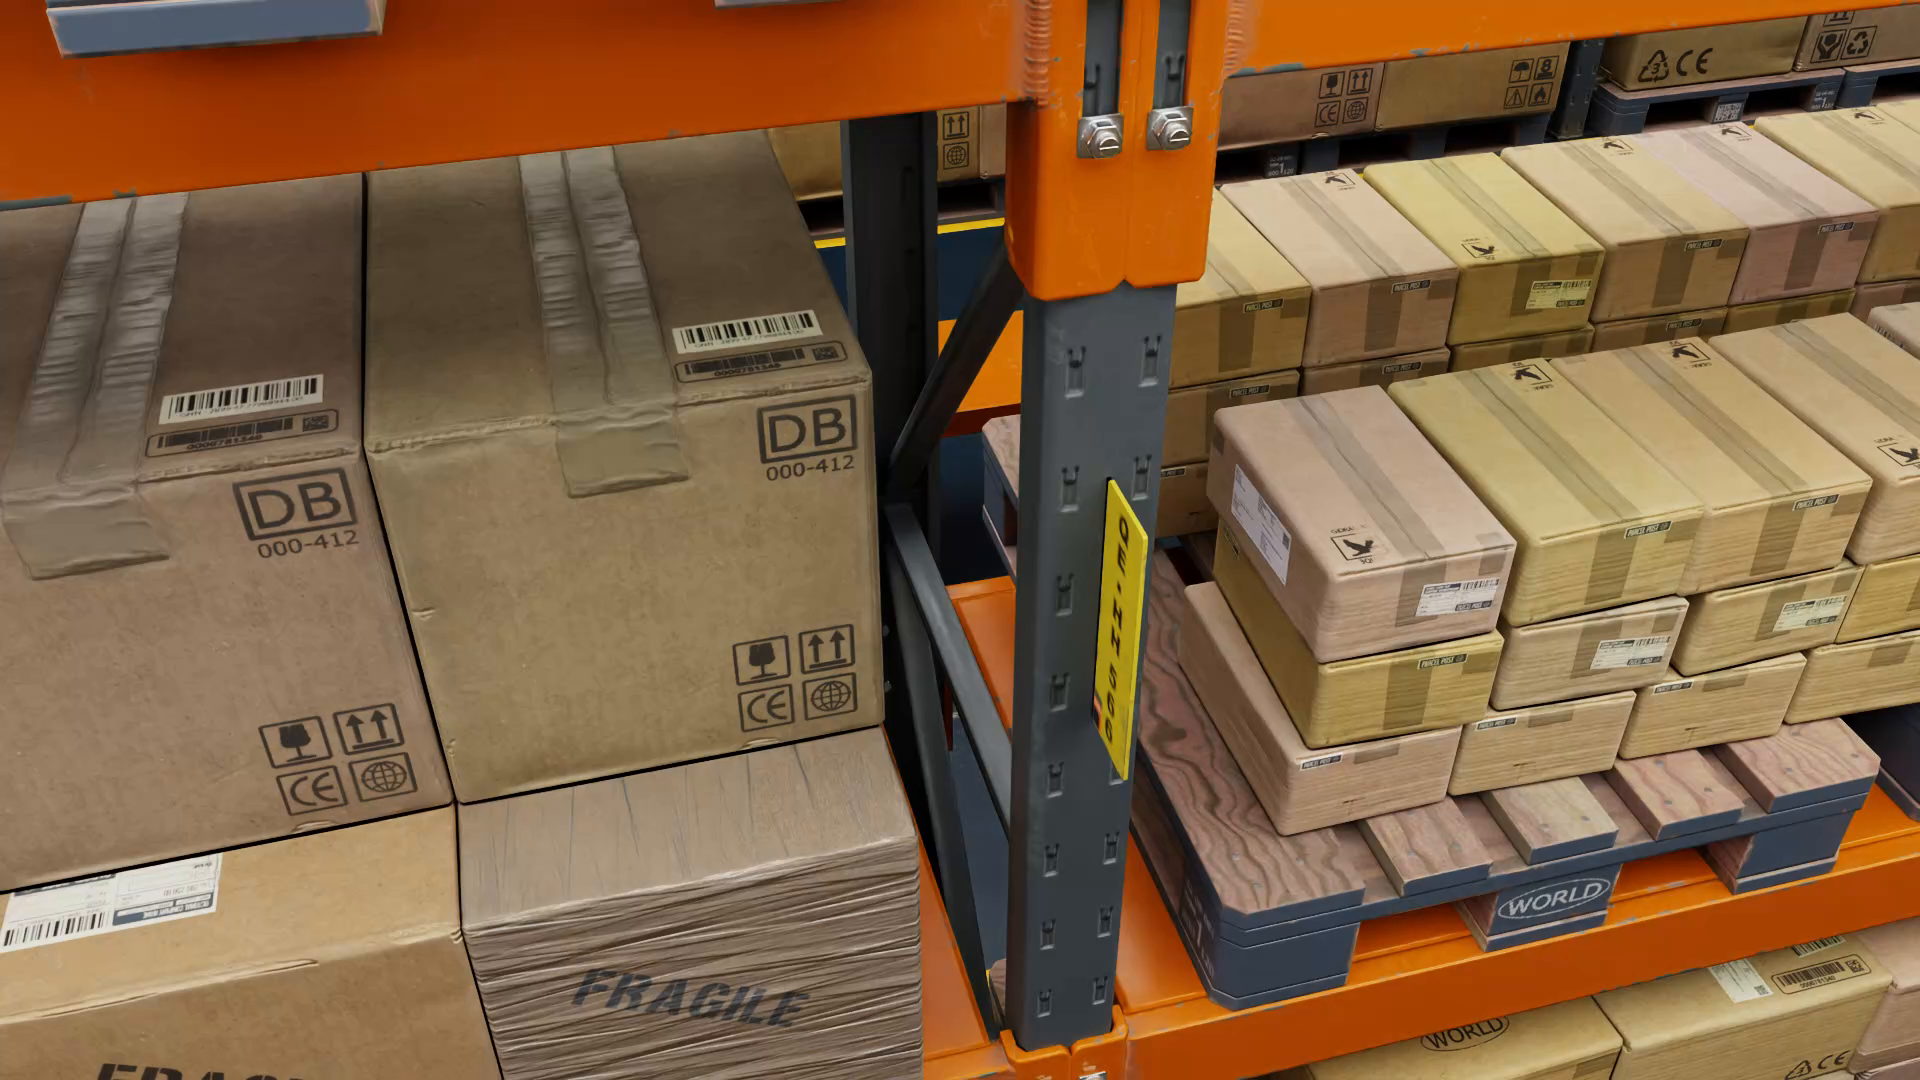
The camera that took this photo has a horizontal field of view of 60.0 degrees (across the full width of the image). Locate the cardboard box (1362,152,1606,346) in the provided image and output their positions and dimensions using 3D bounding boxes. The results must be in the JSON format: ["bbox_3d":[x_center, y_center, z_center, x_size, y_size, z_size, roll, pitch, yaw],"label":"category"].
[{"bbox_3d":[0.863,-0.497,2.803,0.250,0.149,0.380,-8,38,-11],"label":"cardboard box"}]

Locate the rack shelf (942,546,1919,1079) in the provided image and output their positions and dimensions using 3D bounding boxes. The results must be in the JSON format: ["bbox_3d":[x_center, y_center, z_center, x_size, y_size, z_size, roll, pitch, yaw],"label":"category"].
[{"bbox_3d":[1.945,0.202,3.110,4.000,0.370,1.077,-9,38,-12],"label":"rack shelf"}]

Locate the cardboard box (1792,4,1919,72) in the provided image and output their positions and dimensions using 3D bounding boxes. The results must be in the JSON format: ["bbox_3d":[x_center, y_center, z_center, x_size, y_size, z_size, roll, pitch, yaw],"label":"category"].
[{"bbox_3d":[4.207,-2.849,7.909,0.875,0.875,0.875,-9,38,-12],"label":"cardboard box"}]

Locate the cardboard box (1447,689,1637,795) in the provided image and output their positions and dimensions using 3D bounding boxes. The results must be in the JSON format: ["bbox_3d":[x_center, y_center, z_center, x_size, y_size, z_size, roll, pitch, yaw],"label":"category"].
[{"bbox_3d":[0.758,0.171,2.419,0.250,0.149,0.380,-8,38,-10],"label":"cardboard box"}]

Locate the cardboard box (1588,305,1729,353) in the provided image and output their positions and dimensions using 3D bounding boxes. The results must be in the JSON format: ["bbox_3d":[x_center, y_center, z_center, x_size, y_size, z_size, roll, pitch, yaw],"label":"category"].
[{"bbox_3d":[1.124,-0.424,2.951,0.250,0.149,0.380,-9,38,-12],"label":"cardboard box"}]

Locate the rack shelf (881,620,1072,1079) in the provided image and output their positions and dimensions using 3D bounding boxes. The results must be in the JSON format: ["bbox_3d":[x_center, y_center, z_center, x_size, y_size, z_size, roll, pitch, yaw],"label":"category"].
[{"bbox_3d":[-1.917,0.835,2.282,4.000,0.370,1.077,-9,38,-12],"label":"rack shelf"}]

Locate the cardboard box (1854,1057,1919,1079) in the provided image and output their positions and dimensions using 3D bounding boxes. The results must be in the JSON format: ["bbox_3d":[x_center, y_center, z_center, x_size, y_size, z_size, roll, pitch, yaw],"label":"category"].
[{"bbox_3d":[1.742,0.930,3.277,0.500,0.500,0.500,-10,39,-13],"label":"cardboard box"}]

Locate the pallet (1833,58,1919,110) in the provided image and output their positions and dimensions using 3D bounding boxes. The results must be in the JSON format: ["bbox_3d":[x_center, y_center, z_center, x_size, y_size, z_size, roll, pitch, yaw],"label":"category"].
[{"bbox_3d":[4.615,-2.489,8.330,1.213,0.211,1.003,-9,38,-12],"label":"pallet"}]

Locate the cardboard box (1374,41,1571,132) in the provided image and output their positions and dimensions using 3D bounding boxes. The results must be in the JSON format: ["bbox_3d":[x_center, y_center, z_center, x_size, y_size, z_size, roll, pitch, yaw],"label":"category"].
[{"bbox_3d":[2.067,-2.536,7.500,0.875,0.875,1.225,-9,38,-12],"label":"cardboard box"}]

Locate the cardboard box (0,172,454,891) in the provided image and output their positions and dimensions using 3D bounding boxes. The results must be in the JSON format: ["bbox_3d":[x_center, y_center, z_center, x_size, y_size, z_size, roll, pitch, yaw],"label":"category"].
[{"bbox_3d":[-0.910,-0.058,1.952,0.500,0.500,0.700,-10,39,-13],"label":"cardboard box"}]

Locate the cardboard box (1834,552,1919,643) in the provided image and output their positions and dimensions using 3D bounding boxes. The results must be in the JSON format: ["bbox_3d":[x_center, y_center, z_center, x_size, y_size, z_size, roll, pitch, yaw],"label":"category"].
[{"bbox_3d":[1.294,-0.040,2.450,0.250,0.149,0.380,-9,38,-12],"label":"cardboard box"}]

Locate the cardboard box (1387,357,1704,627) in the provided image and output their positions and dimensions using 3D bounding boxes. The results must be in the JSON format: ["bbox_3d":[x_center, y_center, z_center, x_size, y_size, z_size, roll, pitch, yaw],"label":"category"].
[{"bbox_3d":[0.769,-0.074,2.250,0.250,0.149,0.380,-10,39,-13],"label":"cardboard box"}]

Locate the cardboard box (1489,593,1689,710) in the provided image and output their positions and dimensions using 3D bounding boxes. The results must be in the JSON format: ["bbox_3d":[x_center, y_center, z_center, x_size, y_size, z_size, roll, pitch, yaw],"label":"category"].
[{"bbox_3d":[0.794,0.044,2.339,0.250,0.149,0.380,-8,38,-10],"label":"cardboard box"}]

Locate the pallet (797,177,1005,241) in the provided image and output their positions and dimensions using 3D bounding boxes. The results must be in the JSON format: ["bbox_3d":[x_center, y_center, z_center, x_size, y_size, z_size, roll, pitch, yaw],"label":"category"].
[{"bbox_3d":[-0.401,-1.666,7.254,1.213,0.211,1.003,-9,38,-12],"label":"pallet"}]

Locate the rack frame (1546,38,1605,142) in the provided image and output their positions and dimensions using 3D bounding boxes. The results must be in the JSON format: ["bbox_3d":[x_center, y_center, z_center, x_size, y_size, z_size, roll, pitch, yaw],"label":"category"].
[{"bbox_3d":[2.680,-3.326,7.130,0.127,3.000,1.000,-9,38,-12],"label":"rack frame"}]

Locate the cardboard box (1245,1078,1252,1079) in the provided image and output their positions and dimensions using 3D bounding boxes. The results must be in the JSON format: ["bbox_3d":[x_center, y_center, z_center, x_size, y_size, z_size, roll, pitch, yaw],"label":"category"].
[{"bbox_3d":[0.763,1.096,3.060,0.500,0.500,0.500,-11,39,-14],"label":"cardboard box"}]

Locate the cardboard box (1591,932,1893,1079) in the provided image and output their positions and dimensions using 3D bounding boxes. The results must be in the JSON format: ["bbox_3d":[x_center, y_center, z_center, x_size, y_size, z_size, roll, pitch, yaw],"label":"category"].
[{"bbox_3d":[1.232,0.713,2.943,0.500,0.250,0.500,-10,38,-12],"label":"cardboard box"}]

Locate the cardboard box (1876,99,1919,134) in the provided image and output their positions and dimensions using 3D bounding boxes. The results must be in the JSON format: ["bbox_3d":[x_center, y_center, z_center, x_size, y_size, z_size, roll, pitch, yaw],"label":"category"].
[{"bbox_3d":[1.868,-0.662,3.017,0.250,0.149,0.380,-8,38,-11],"label":"cardboard box"}]

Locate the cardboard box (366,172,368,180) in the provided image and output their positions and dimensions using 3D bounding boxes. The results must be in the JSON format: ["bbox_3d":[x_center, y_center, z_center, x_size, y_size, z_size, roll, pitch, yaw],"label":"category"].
[{"bbox_3d":[-2.355,-1.661,6.648,0.500,0.500,0.700,-12,39,-16],"label":"cardboard box"}]

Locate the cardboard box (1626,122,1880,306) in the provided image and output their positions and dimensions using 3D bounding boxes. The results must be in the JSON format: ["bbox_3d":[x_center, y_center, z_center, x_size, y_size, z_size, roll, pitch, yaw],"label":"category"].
[{"bbox_3d":[1.355,-0.576,2.906,0.250,0.149,0.380,-9,38,-12],"label":"cardboard box"}]

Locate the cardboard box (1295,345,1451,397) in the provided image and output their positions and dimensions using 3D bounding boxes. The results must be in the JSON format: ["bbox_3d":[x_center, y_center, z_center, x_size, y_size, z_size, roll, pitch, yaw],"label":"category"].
[{"bbox_3d":[0.629,-0.341,2.843,0.250,0.149,0.380,-8,38,-10],"label":"cardboard box"}]

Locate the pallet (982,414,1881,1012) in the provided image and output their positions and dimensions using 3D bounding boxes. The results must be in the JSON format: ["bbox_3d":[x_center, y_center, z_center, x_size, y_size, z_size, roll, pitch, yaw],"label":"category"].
[{"bbox_3d":[0.674,0.133,2.765,1.003,0.211,1.213,-9,38,-12],"label":"pallet"}]

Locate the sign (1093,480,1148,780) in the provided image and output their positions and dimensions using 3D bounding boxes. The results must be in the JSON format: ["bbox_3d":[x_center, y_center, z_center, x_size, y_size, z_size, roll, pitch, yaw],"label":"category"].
[{"bbox_3d":[0.162,0.098,1.700,0.005,0.325,0.100,-9,38,-12],"label":"sign"}]

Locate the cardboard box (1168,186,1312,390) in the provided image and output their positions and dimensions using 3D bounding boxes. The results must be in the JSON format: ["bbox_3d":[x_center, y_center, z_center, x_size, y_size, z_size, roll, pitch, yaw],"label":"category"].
[{"bbox_3d":[0.368,-0.417,2.698,0.250,0.149,0.380,-11,39,-14],"label":"cardboard box"}]

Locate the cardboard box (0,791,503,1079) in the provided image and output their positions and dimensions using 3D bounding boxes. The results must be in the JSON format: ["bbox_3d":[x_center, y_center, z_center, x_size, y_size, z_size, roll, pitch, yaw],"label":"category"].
[{"bbox_3d":[-0.833,0.500,2.045,0.500,0.500,0.500,-9,38,-12],"label":"cardboard box"}]

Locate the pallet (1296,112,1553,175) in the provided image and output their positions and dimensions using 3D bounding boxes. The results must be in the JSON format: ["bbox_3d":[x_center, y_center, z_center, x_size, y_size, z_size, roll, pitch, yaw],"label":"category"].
[{"bbox_3d":[1.955,-2.052,7.759,1.213,0.211,1.003,-9,38,-12],"label":"pallet"}]

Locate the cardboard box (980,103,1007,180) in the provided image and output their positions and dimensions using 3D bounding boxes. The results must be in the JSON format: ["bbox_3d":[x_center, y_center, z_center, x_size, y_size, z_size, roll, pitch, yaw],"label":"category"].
[{"bbox_3d":[0.353,-2.249,7.125,0.875,0.875,1.225,-9,38,-12],"label":"cardboard box"}]

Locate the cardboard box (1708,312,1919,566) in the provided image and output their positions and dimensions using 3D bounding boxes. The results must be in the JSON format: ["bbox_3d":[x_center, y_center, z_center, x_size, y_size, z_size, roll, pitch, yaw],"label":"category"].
[{"bbox_3d":[1.263,-0.152,2.352,0.250,0.149,0.380,-11,39,-14],"label":"cardboard box"}]

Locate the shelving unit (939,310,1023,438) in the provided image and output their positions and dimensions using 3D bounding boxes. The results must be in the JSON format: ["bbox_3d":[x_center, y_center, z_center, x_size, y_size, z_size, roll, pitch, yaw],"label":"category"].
[{"bbox_3d":[-0.074,-0.584,4.779,1.083,1.500,0.587,-9,38,-12],"label":"shelving unit"}]

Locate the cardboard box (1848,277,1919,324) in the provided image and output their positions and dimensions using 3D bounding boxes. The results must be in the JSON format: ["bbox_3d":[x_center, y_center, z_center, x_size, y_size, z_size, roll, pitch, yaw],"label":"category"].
[{"bbox_3d":[1.617,-0.503,3.056,0.250,0.149,0.380,-8,38,-11],"label":"cardboard box"}]

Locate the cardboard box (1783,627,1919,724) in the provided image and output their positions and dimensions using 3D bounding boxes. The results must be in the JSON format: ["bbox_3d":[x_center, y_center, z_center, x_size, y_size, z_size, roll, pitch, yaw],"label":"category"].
[{"bbox_3d":[1.278,0.084,2.532,0.250,0.149,0.380,-8,38,-10],"label":"cardboard box"}]
